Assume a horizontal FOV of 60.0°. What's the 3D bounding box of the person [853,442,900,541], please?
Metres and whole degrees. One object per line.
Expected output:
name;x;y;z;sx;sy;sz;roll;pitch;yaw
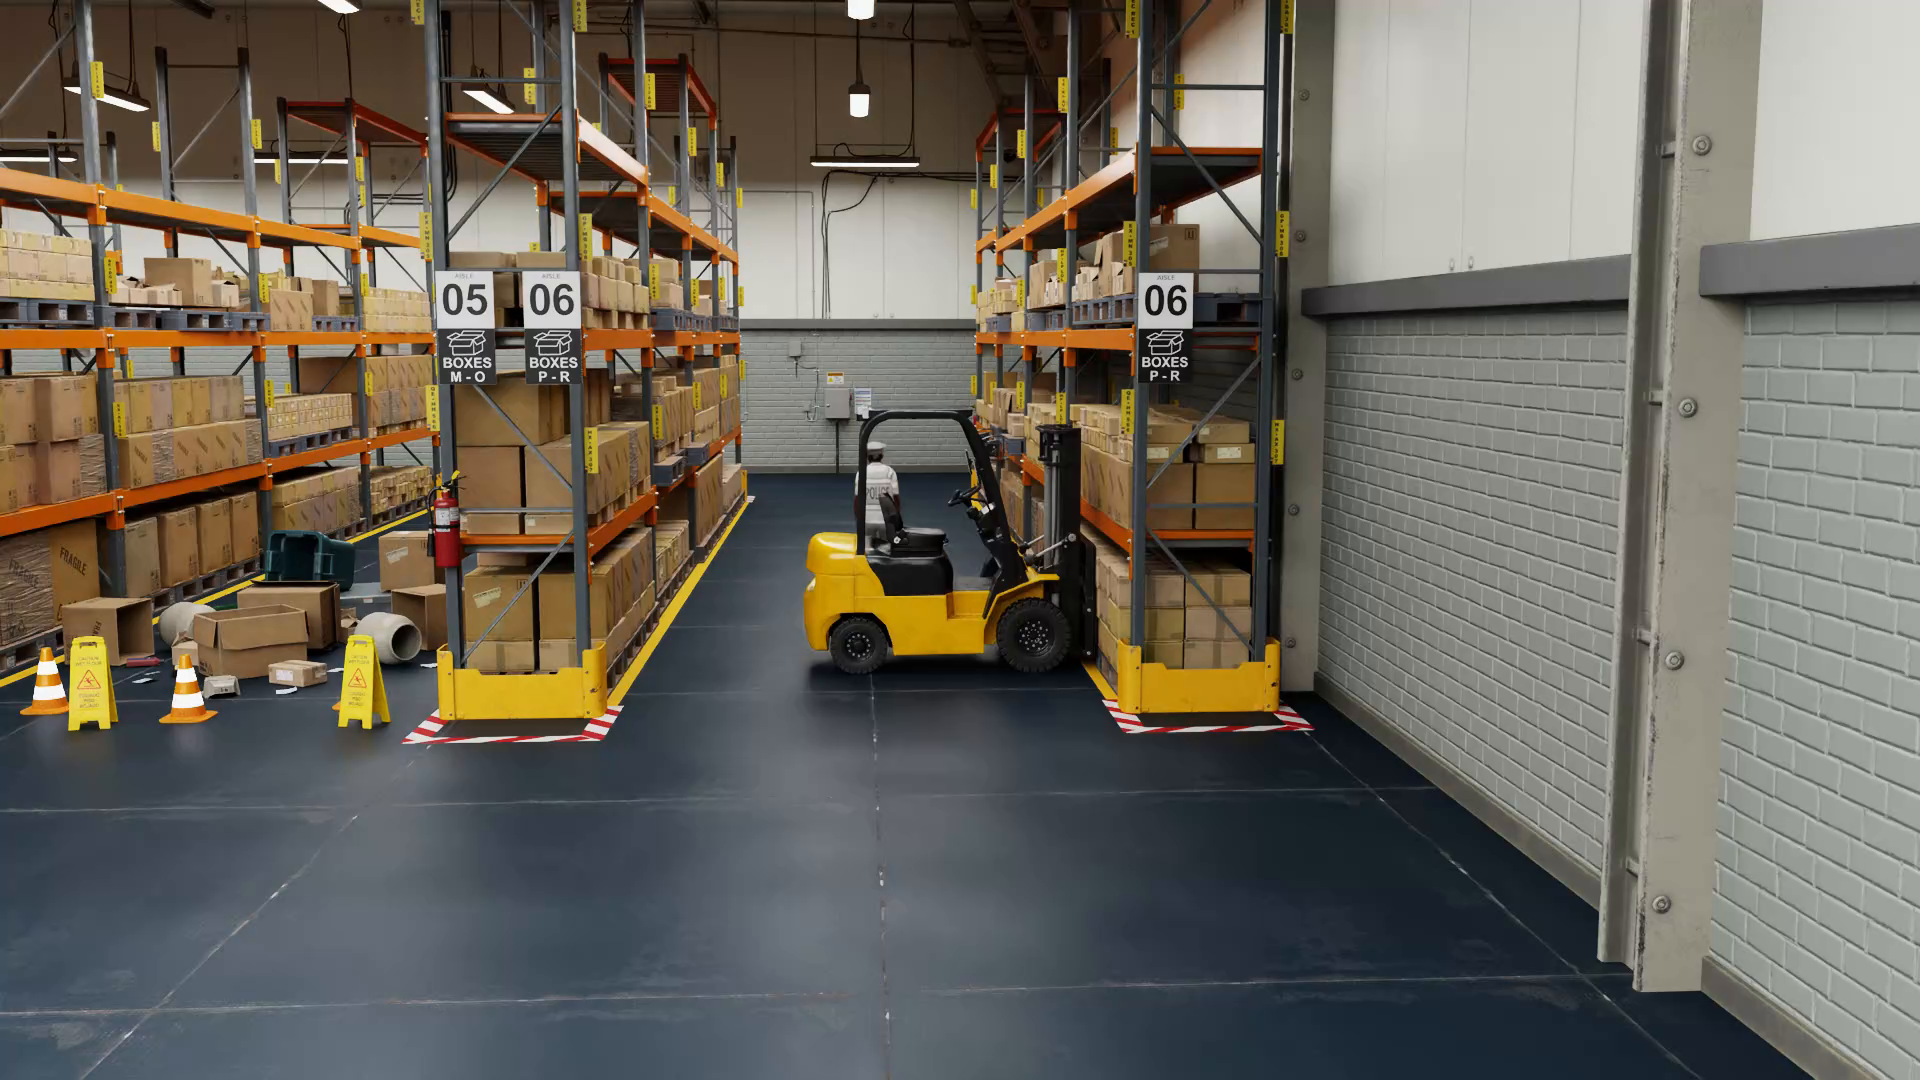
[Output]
person;-0.847;-0.169;17.126;0.502;1.662;0.424;-1;7;-6
